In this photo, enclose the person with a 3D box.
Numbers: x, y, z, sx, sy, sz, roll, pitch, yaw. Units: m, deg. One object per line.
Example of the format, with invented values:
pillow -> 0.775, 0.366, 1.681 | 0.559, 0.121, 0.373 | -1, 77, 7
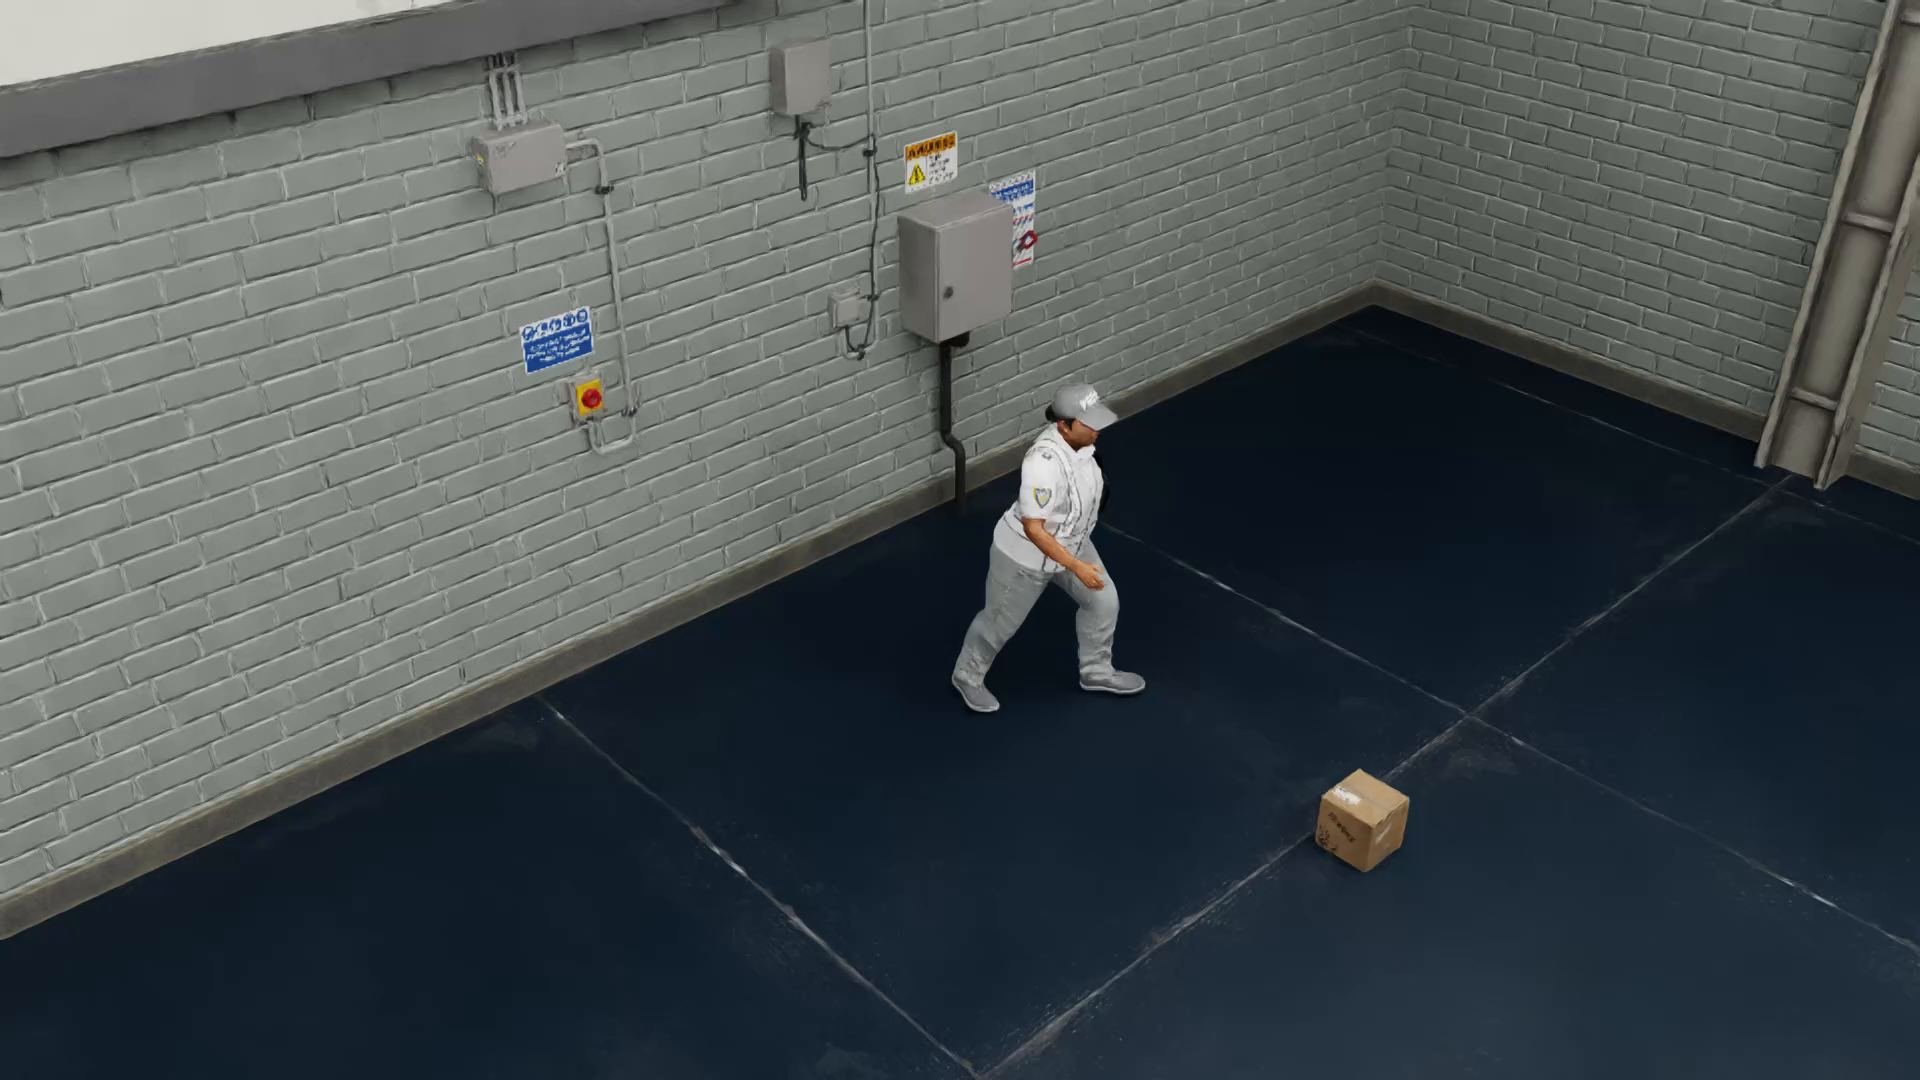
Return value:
person -> 0.368, 0.025, 7.119 | 0.779, 1.612, 0.627 | 19, 36, 27
